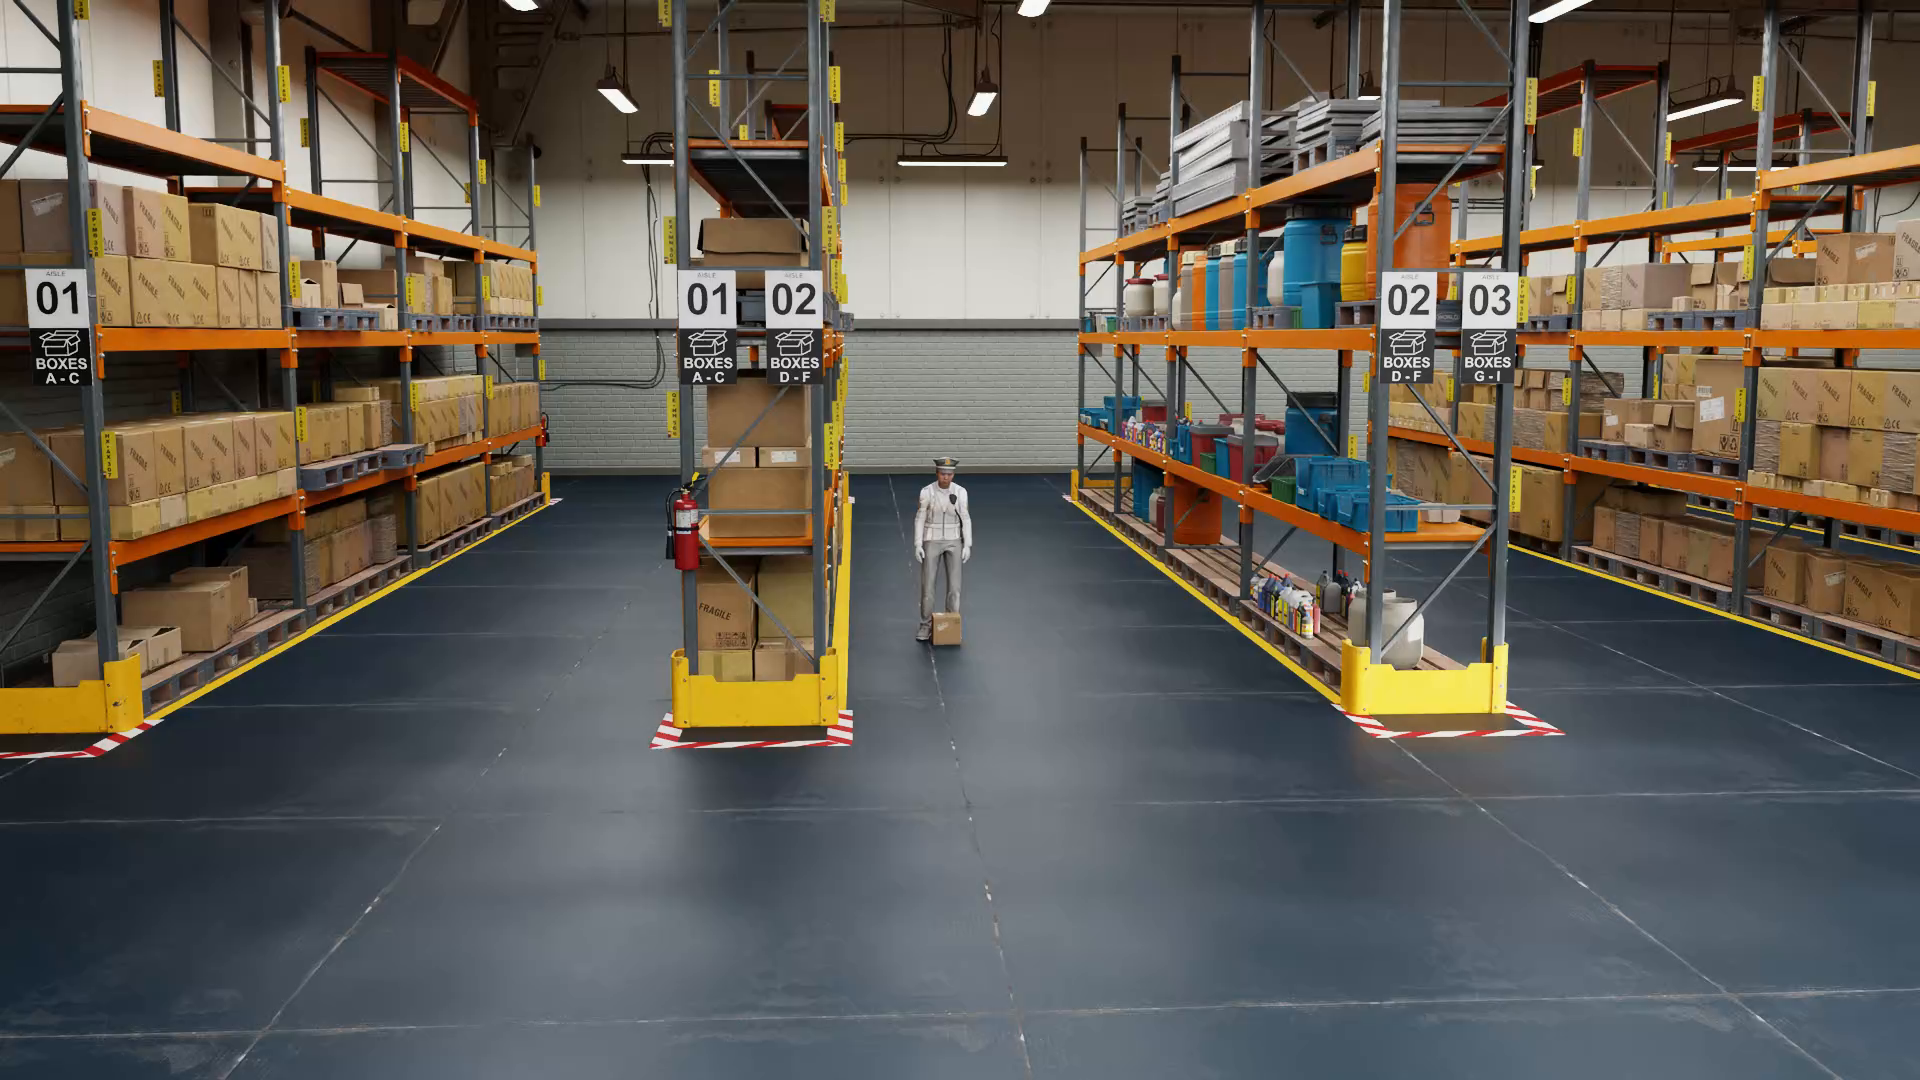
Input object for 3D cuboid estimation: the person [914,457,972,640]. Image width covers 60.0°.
[{"bbox_3d":[-0.154,0.072,15.150,0.526,1.663,0.411,-1,7,-5],"label":"person"}]
